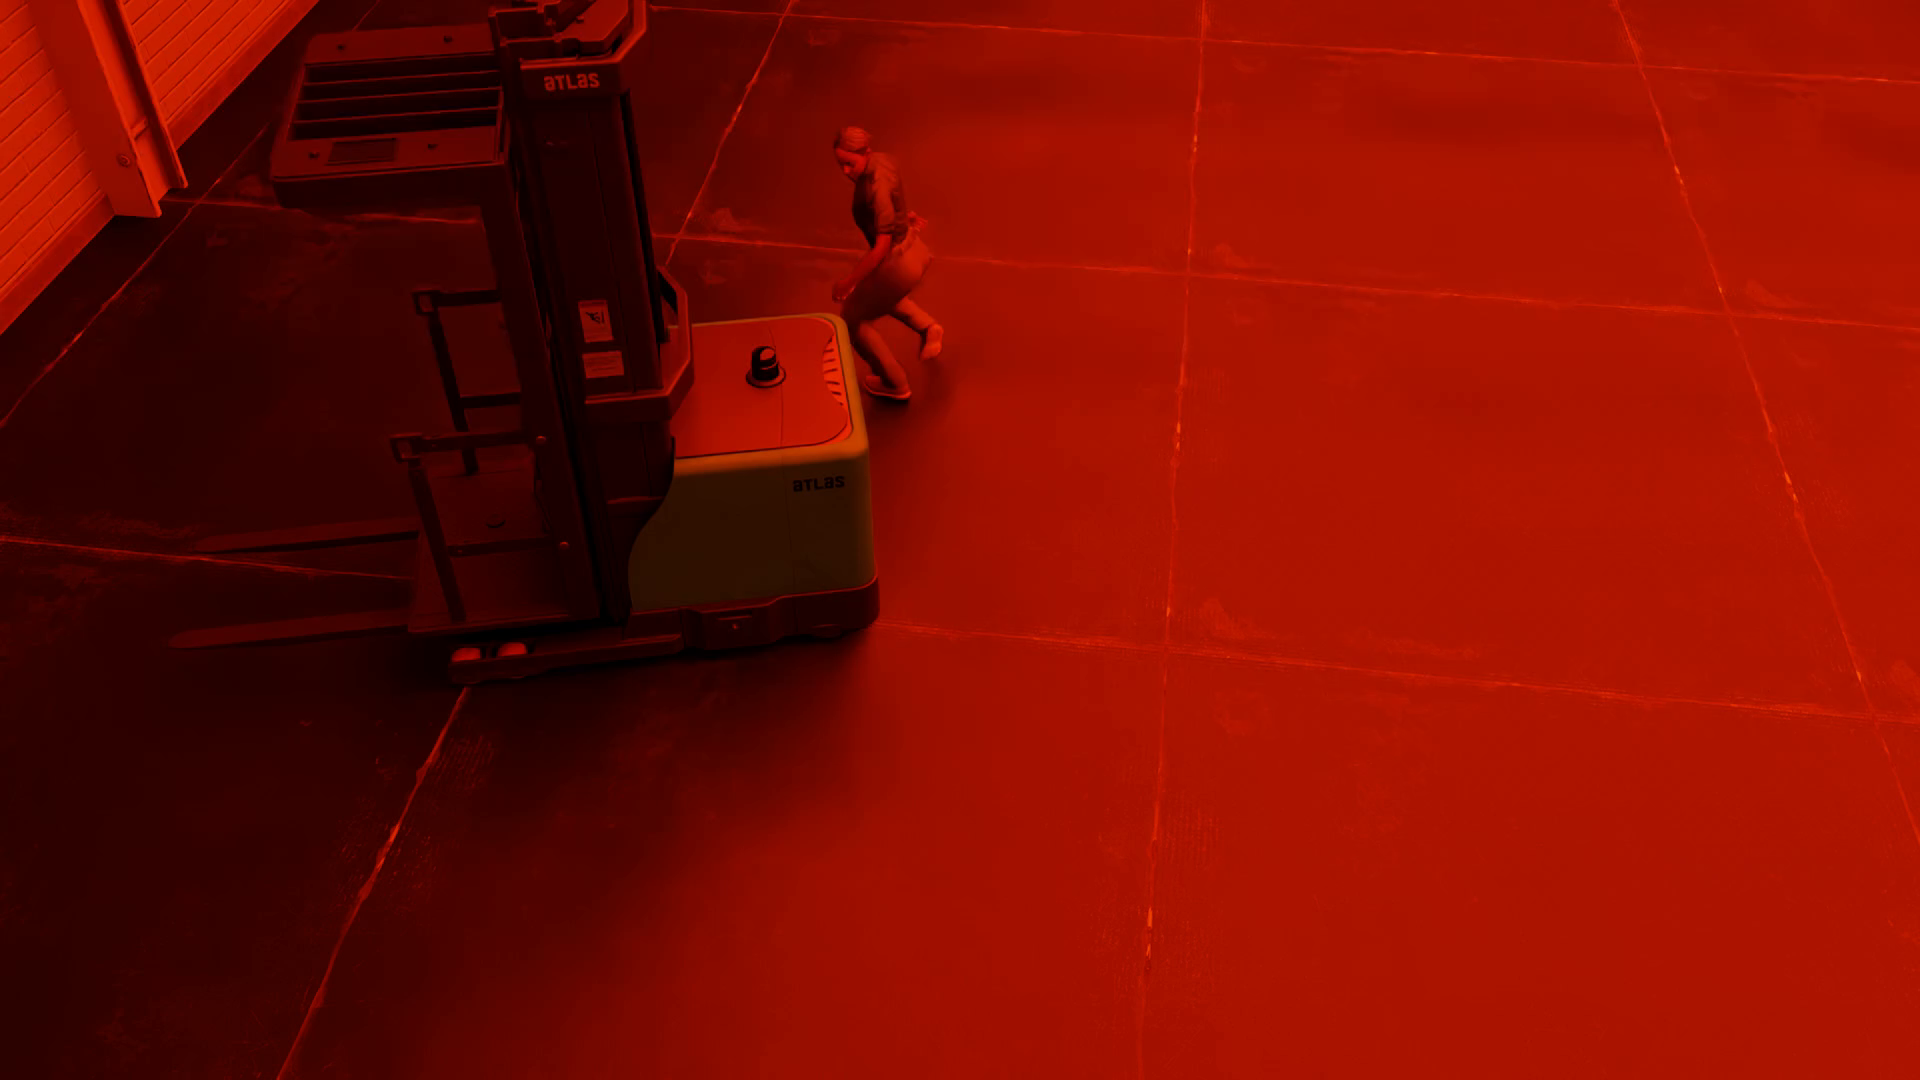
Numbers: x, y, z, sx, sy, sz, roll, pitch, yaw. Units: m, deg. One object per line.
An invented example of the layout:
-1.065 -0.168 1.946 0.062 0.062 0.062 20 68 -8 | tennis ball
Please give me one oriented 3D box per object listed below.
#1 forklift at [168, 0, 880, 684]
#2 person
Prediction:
-1.922 -0.840 6.638 3.031 2.935 1.130 -6 43 -7 | forklift
-0.353 -1.436 8.403 0.493 1.503 0.885 7 43 7 | person
